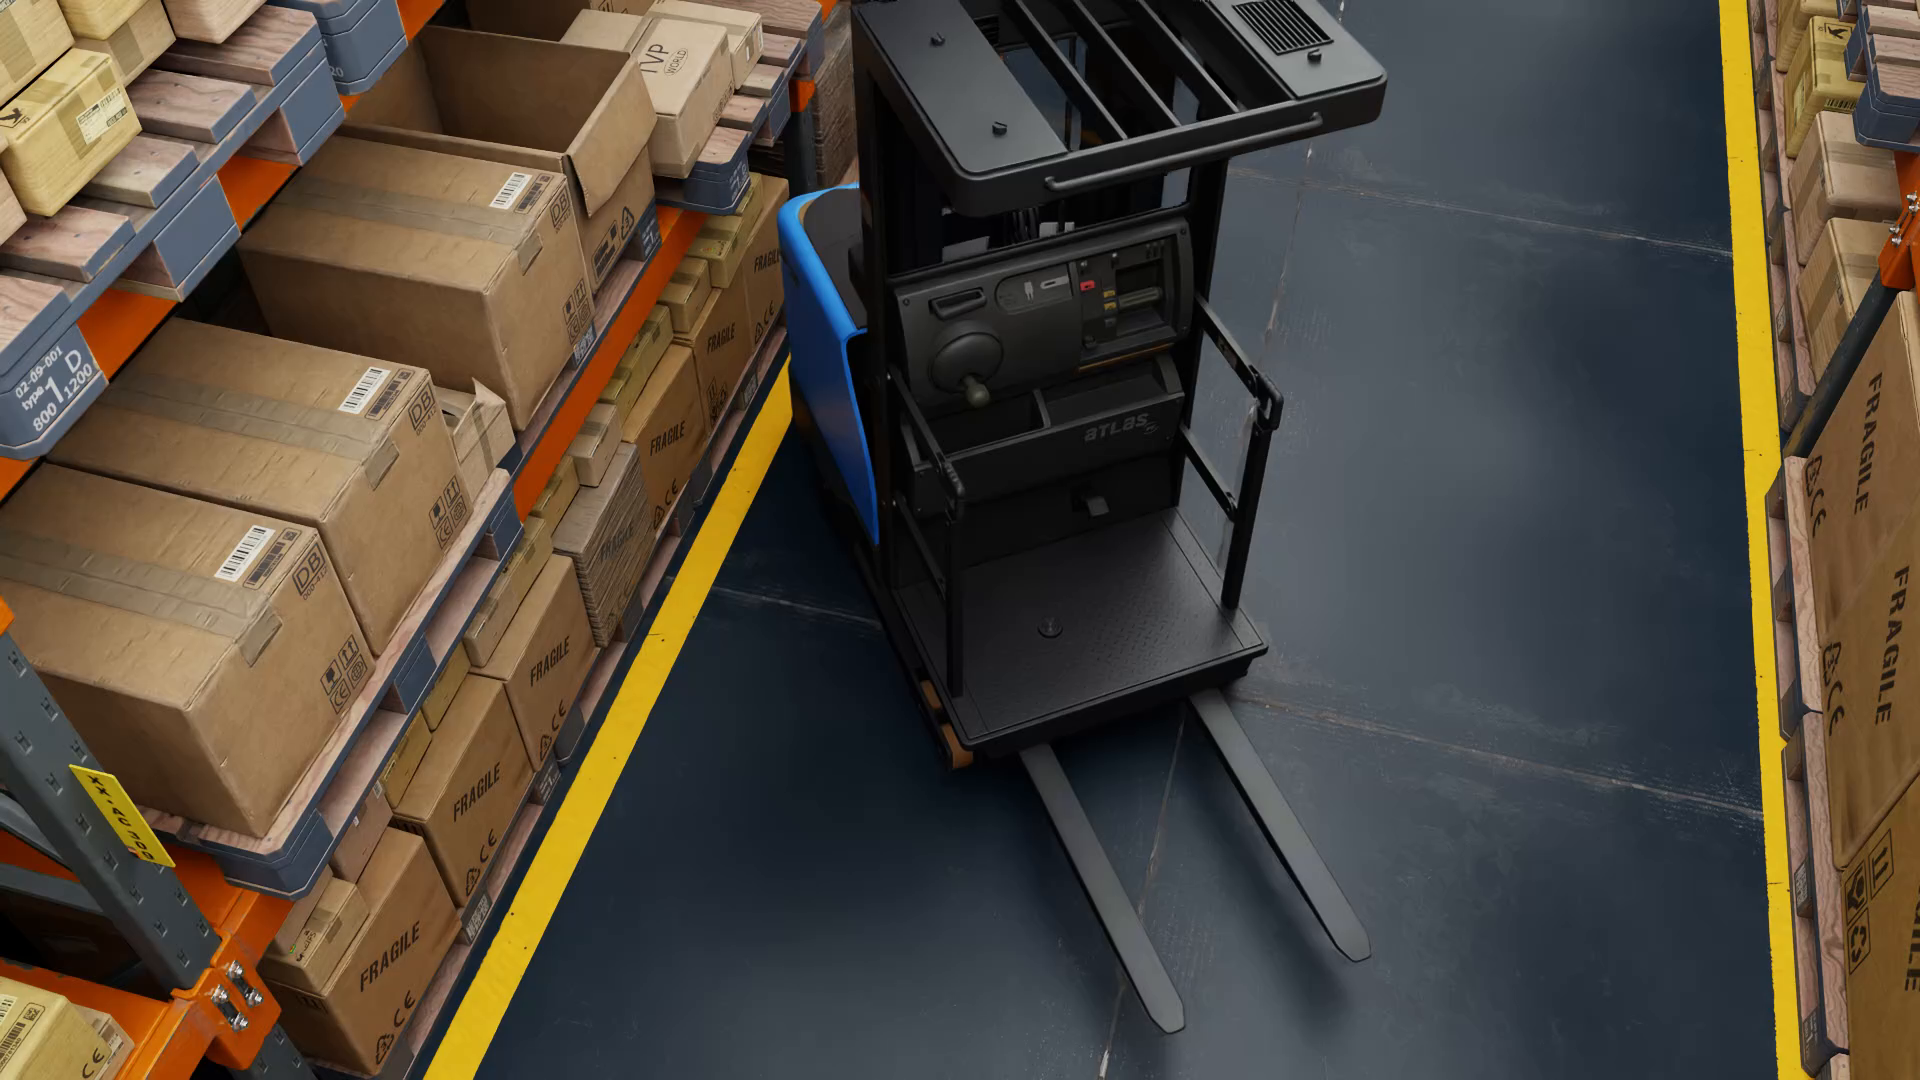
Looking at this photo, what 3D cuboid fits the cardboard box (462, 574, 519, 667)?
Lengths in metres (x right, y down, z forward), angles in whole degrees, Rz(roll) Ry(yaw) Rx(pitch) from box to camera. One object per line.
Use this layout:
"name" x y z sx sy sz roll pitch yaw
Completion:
"cardboard box" -1.570 0.208 5.020 0.380 0.149 0.250 11 50 10

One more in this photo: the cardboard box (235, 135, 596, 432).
"cardboard box" -1.451 -0.701 4.521 0.700 0.500 0.500 11 50 10

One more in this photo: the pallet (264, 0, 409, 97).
"pallet" -1.628 -1.420 3.627 1.213 0.211 1.003 12 50 10

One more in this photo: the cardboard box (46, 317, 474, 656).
"cardboard box" -1.658 -0.133 4.020 0.700 0.500 0.500 12 50 10

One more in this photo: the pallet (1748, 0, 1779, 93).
"pallet" 4.555 -2.604 8.408 1.003 0.211 1.213 12 50 10

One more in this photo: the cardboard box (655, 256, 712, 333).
"cardboard box" -1.124 -0.908 6.005 0.380 0.149 0.250 10 49 9

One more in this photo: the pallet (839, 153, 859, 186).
"pallet" -0.830 -1.839 7.732 1.003 0.211 1.213 12 50 10

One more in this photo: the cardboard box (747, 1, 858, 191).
"cardboard box" -0.907 -1.976 7.297 0.875 0.625 0.625 13 50 11

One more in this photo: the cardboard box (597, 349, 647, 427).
"cardboard box" -1.302 -0.546 5.685 0.380 0.149 0.250 11 49 9

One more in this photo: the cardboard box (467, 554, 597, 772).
"cardboard box" -1.526 0.355 5.324 0.500 0.500 0.500 10 49 9

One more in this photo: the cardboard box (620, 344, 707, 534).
"cardboard box" -1.265 -0.399 5.988 0.500 0.500 0.500 14 50 12

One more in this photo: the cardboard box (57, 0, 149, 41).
"cardboard box" -1.526 -0.972 2.729 0.380 0.149 0.250 11 49 9

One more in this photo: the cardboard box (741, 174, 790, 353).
"cardboard box" -0.988 -1.138 6.641 0.500 0.500 0.500 13 50 11

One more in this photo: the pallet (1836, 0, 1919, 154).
"pallet" 3.790 -1.670 5.852 1.213 0.211 1.003 12 50 10

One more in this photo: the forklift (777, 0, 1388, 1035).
"forklift" 0.345 -0.567 4.796 1.130 2.935 3.031 -16 51 -14

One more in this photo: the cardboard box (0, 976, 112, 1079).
"cardboard box" -2.036 1.087 3.192 0.500 0.250 0.500 13 50 11

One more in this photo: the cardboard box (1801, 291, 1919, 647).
"cardboard box" 3.444 -0.150 5.519 0.875 0.875 0.875 11 50 10

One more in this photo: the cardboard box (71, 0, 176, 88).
"cardboard box" -1.601 -0.883 2.849 0.380 0.149 0.250 12 50 10

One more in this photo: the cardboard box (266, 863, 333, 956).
"cardboard box" -1.844 0.875 4.233 0.380 0.149 0.250 11 49 9

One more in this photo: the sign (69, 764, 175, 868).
"sign" -1.611 0.534 3.200 0.100 0.325 0.005 12 50 10

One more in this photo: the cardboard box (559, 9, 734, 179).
"cardboard box" -1.050 -1.436 5.337 0.500 0.250 0.500 9 49 8

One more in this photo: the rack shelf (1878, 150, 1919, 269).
"rack shelf" 4.232 -2.406 6.853 1.077 0.370 4.000 12 50 10

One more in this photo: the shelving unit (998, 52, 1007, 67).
"shelving unit" -0.068 -1.776 6.683 0.587 1.500 1.083 -4 59 2

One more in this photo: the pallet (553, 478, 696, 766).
"pallet" -1.640 0.161 5.967 1.003 0.211 1.213 12 50 10

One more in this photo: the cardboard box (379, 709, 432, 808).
"cardboard box" -1.731 0.582 4.690 0.380 0.149 0.250 9 49 8

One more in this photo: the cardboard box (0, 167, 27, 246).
"cardboard box" -1.675 -0.500 2.511 0.380 0.149 0.250 12 50 11

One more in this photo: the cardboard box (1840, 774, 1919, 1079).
"cardboard box" 2.969 1.141 4.379 0.875 0.875 0.875 13 50 11

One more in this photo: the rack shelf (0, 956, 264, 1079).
"rack shelf" -2.663 2.404 2.608 1.077 0.370 4.000 12 50 10

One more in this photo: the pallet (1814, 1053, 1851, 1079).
"pallet" 2.783 2.046 4.304 1.003 0.211 1.213 12 50 10

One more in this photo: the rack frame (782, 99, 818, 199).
"rack frame" -1.084 -2.174 6.168 1.000 3.000 0.127 12 50 10

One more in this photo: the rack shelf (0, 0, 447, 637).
"rack shelf" -1.611 -1.482 4.037 1.077 0.370 4.000 12 50 10

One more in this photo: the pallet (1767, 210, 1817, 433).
"pallet" 3.913 -0.840 6.850 1.003 0.211 1.213 12 50 10

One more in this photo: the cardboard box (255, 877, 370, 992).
"cardboard box" -1.786 0.986 4.334 0.380 0.149 0.250 14 50 12

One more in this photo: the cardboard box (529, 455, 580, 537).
"cardboard box" -1.460 -0.172 5.356 0.380 0.149 0.250 12 50 10

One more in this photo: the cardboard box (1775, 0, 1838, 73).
"cardboard box" 4.437 -2.459 7.893 0.950 0.372 0.625 14 50 12

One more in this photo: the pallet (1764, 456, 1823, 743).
"pallet" 3.425 0.281 5.861 1.003 0.211 1.213 12 50 10

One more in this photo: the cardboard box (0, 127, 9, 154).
"cardboard box" -1.635 -0.590 2.392 0.380 0.149 0.250 13 50 11

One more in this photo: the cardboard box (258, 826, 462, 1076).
"cardboard box" -1.793 1.102 4.664 0.500 0.500 0.500 14 50 12

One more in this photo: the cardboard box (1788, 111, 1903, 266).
"cardboard box" 4.050 -1.409 6.965 0.950 0.372 0.625 11 49 9

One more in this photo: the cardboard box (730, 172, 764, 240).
"cardboard box" -0.970 -1.293 6.345 0.380 0.149 0.250 9 49 8

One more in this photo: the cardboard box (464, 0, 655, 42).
"cardboard box" -1.370 -2.005 5.672 0.500 0.500 0.500 14 50 12
